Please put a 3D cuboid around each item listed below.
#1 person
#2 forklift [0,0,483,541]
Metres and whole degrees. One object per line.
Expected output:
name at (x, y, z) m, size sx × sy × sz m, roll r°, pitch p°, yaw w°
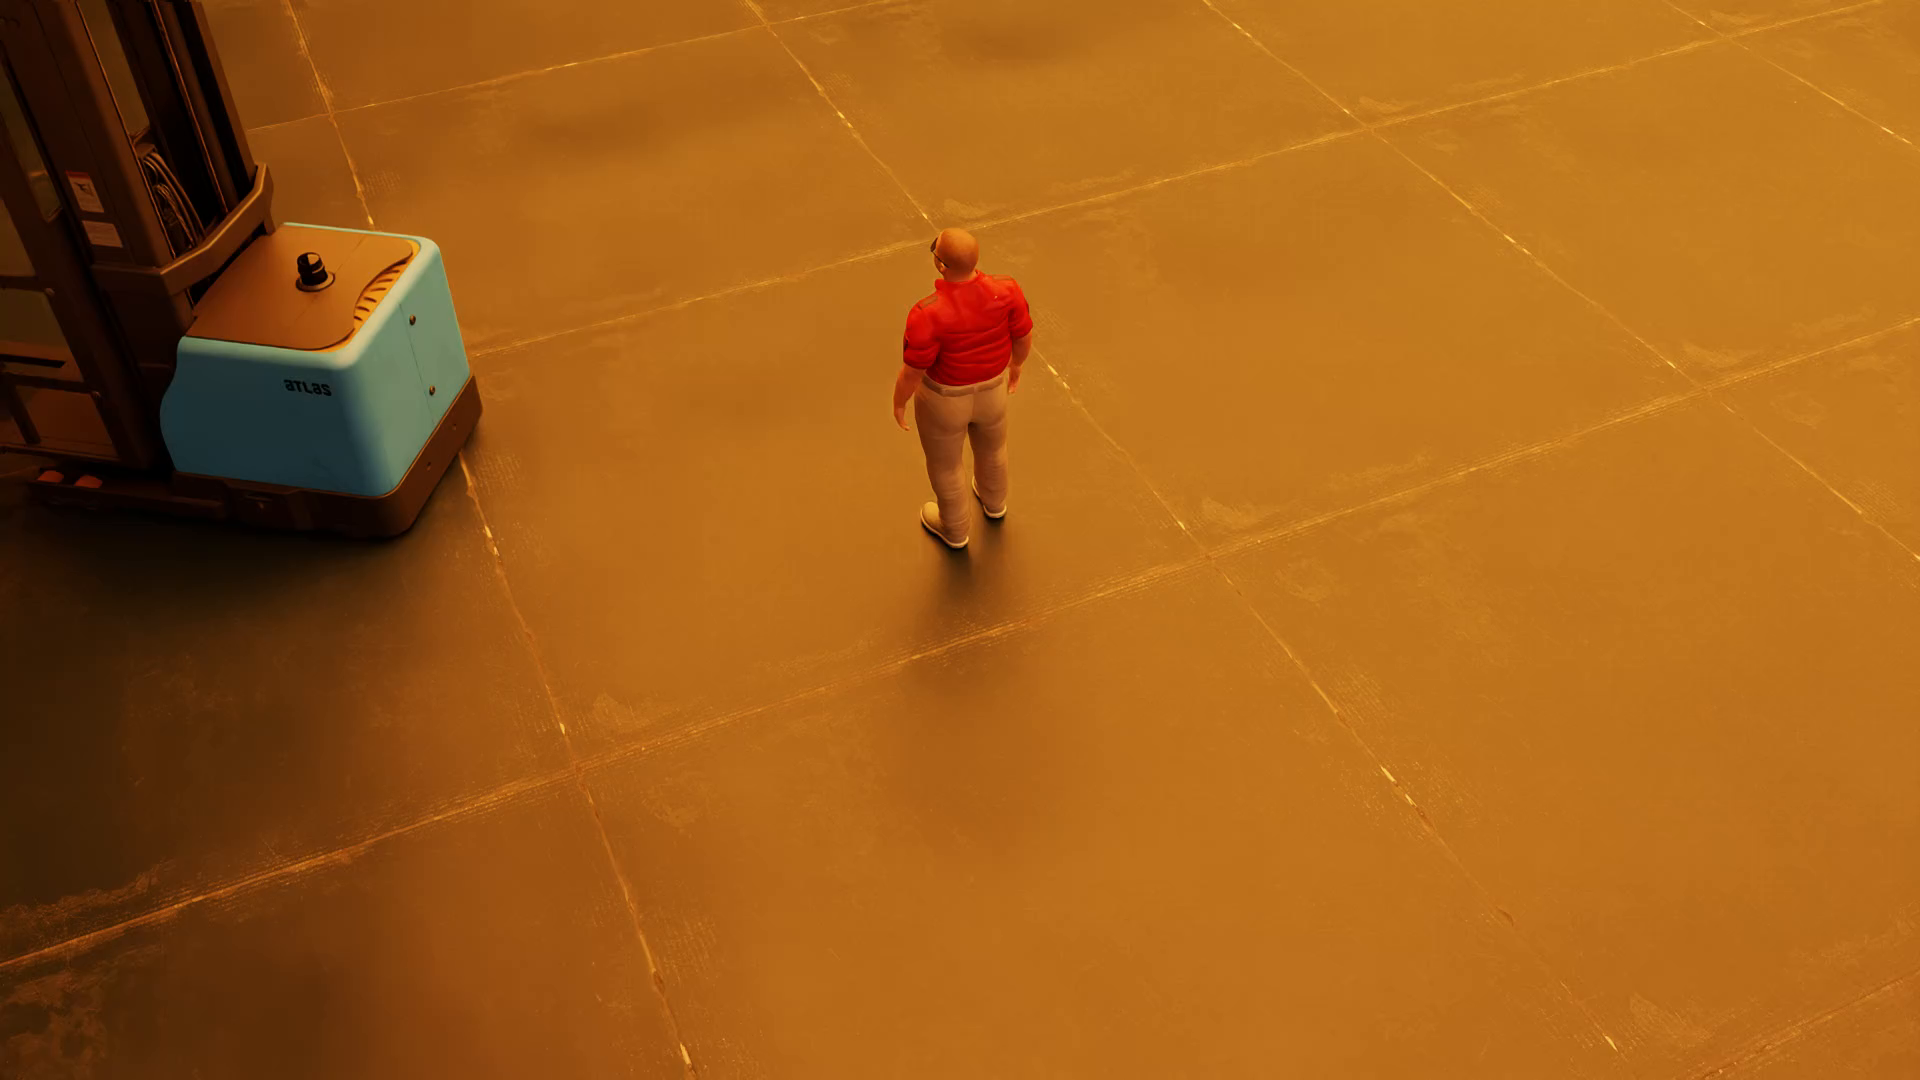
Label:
person at (-0.026, -0.696, 7.297) m, size 0.640 × 1.727 × 0.551 m, roll -18°, pitch 46°, yaw -18°
forklift at (-3.985, -1.564, 7.355) m, size 3.031 × 2.935 × 1.130 m, roll 7°, pitch 44°, yaw 8°
